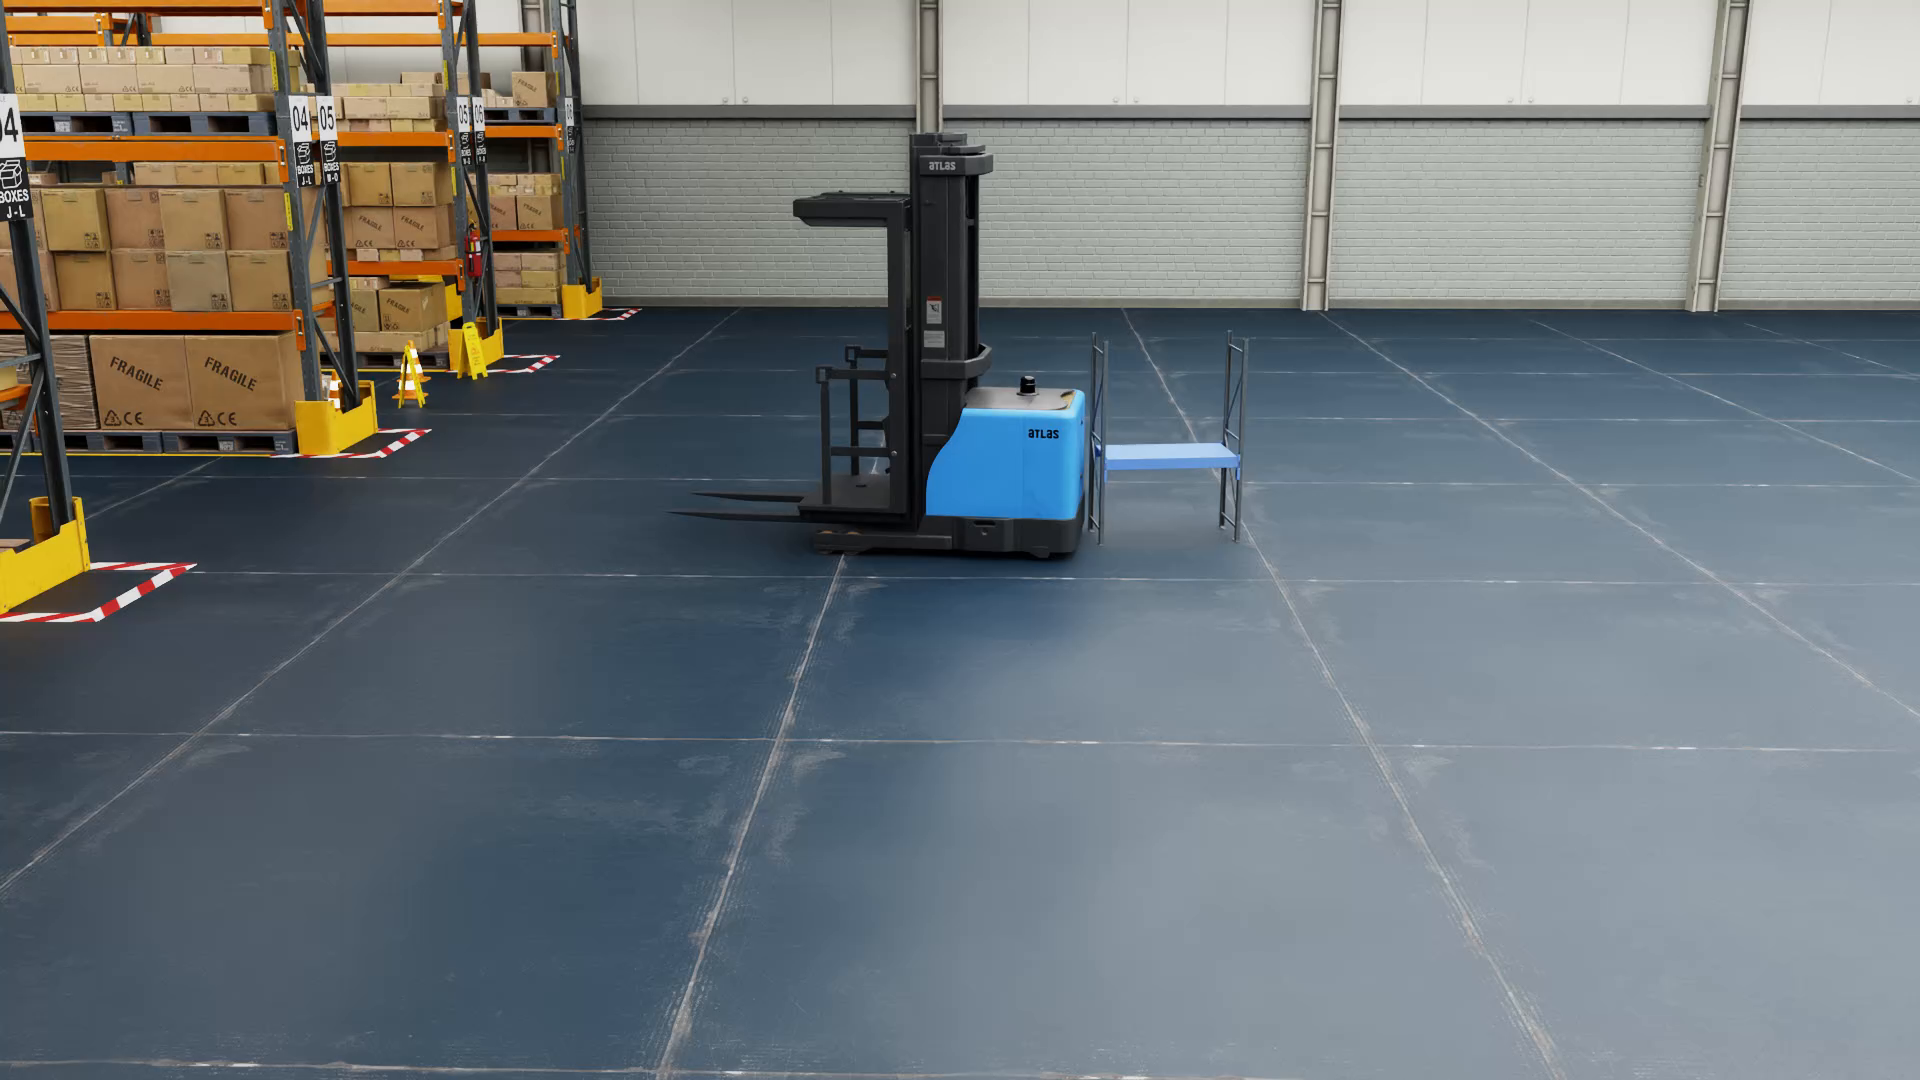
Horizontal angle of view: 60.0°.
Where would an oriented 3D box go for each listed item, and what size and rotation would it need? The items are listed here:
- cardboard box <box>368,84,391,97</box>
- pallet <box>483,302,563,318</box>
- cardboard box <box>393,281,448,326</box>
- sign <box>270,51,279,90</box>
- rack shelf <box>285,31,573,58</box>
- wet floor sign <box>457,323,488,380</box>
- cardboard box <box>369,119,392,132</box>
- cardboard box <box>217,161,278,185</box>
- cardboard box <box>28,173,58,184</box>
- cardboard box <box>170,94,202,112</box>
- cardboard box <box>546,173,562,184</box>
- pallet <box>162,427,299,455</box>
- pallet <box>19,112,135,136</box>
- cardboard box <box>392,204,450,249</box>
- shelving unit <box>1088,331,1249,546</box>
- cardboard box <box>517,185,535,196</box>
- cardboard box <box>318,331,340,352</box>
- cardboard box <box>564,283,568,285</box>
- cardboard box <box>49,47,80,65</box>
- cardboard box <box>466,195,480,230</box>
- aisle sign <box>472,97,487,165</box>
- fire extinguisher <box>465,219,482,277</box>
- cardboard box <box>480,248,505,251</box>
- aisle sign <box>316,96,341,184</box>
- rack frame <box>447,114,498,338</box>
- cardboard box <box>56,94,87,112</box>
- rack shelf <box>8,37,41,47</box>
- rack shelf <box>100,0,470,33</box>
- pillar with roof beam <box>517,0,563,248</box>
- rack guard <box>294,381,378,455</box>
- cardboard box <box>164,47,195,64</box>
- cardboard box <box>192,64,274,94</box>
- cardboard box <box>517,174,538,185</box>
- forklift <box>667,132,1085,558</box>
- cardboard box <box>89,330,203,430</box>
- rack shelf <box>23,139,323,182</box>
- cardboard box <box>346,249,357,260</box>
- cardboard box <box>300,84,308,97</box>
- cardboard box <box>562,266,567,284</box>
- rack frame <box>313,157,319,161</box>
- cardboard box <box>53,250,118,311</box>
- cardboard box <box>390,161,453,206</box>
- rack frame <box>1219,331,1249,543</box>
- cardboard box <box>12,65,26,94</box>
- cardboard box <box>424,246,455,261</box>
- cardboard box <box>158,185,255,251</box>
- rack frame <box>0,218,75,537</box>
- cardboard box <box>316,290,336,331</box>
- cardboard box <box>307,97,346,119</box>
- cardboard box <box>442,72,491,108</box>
[{"bbox_3d":[-6.768,-5.291,19.565,0.250,0.149,0.380,0,15,1],"label":"cardboard box"},{"bbox_3d":[-6.553,-3.553,25.394,1.213,0.211,1.003,0,15,1],"label":"pallet"},{"bbox_3d":[-6.734,-2.953,20.751,0.500,0.500,0.500,0,15,0],"label":"cardboard box"},{"bbox_3d":[-5.964,-4.080,14.465,0.005,0.325,0.100,0,15,1],"label":"sign"},{"bbox_3d":[-7.787,-7.280,24.487,4.000,0.370,1.077,0,15,1],"label":"rack shelf"},{"bbox_3d":[-5.748,-2.229,19.523,0.232,0.644,0.267,6,16,21],"label":"wet floor sign"},{"bbox_3d":[-6.789,-4.905,19.664,0.250,0.149,0.380,1,15,3],"label":"cardboard box"},{"bbox_3d":[-8.463,-4.266,19.890,0.500,0.500,0.700,0,15,0],"label":"cardboard box"},{"bbox_3d":[-11.066,-4.323,19.971,0.250,0.149,0.380,0,15,0],"label":"cardboard box"},{"bbox_3d":[-6.785,-3.878,14.751,0.250,0.149,0.380,1,15,2],"label":"cardboard box"},{"bbox_3d":[-6.118,-5.470,25.141,0.250,0.149,0.380,0,15,0],"label":"cardboard box"},{"bbox_3d":[-6.737,-1.015,15.775,1.213,0.211,1.003,0,15,1],"label":"pallet"},{"bbox_3d":[-7.900,-3.795,15.139,1.213,0.211,1.003,0,15,1],"label":"pallet"},{"bbox_3d":[-6.460,-3.767,19.958,0.500,0.500,0.500,0,15,0],"label":"cardboard box"},{"bbox_3d":[1.517,-0.755,12.261,1.048,1.500,0.538,-1,15,-5],"label":"shelving unit"},{"bbox_3d":[-6.397,-5.194,24.680,0.250,0.149,0.380,1,15,2],"label":"cardboard box"},{"bbox_3d":[-7.766,-2.459,20.347,0.500,0.250,0.500,0,15,-1],"label":"cardboard box"},{"bbox_3d":[-6.273,-3.834,25.558,0.500,0.250,0.500,0,15,2],"label":"cardboard box"},{"bbox_3d":[-7.806,-4.270,14.674,0.250,0.149,0.380,0,15,2],"label":"cardboard box"},{"bbox_3d":[-7.317,-4.901,24.840,0.500,0.500,0.500,0,15,0],"label":"cardboard box"},{"bbox_3d":[-5.841,-4.977,20.229,0.004,0.787,0.394,0,15,1],"label":"aisle sign"},{"bbox_3d":[-5.808,-3.486,19.824,0.183,0.674,0.296,0,15,1],"label":"fire extinguisher"},{"bbox_3d":[-7.262,-4.324,25.456,0.500,0.250,0.500,0,15,1],"label":"cardboard box"},{"bbox_3d":[-5.857,-3.711,15.432,0.004,0.787,0.394,0,15,1],"label":"aisle sign"},{"bbox_3d":[-5.910,-3.641,20.262,0.127,3.000,1.000,0,15,1],"label":"rack frame"},{"bbox_3d":[-7.802,-3.885,14.777,0.250,0.149,0.380,1,15,2],"label":"cardboard box"},{"bbox_3d":[-15.784,-7.332,24.685,4.000,0.370,1.077,0,15,1],"label":"rack shelf"},{"bbox_3d":[-7.910,-6.206,19.638,4.000,0.370,1.077,0,15,1],"label":"rack shelf"},{"bbox_3d":[-6.570,-6.945,21.022,0.400,9.000,9.100,0,15,1],"label":"pillar with roof beam"},{"bbox_3d":[-5.912,-1.170,15.793,0.348,0.500,1.175,0,15,1],"label":"rack guard"},{"bbox_3d":[-6.787,-4.264,14.651,0.250,0.149,0.380,1,15,2],"label":"cardboard box"},{"bbox_3d":[-6.432,-4.083,14.749,0.500,0.250,0.500,1,15,2],"label":"cardboard box"},{"bbox_3d":[-6.398,-5.355,24.708,0.250,0.149,0.380,0,15,2],"label":"cardboard box"},{"bbox_3d":[-0.617,-1.440,12.052,3.031,2.935,1.130,2,15,8],"label":"forklift"},{"bbox_3d":[-7.495,-1.547,15.665,0.875,0.875,0.875,0,15,1],"label":"cardboard box"},{"bbox_3d":[-7.935,-3.494,15.233,4.000,0.370,1.077,0,15,1],"label":"rack shelf"},{"bbox_3d":[-7.312,-3.480,20.142,0.250,0.149,0.380,1,15,2],"label":"cardboard box"},{"bbox_3d":[-7.790,-5.284,19.538,0.250,0.149,0.380,1,15,3],"label":"cardboard box"},{"bbox_3d":[-6.252,-4.079,25.506,0.500,0.250,0.500,1,15,2],"label":"cardboard box"},{"bbox_3d":[-9.786,-4.933,25.159,0.127,3.000,1.000,0,15,1],"label":"rack frame"},{"bbox_3d":[-7.946,-2.468,15.522,0.500,0.550,0.875,0,15,1],"label":"cardboard box"},{"bbox_3d":[-6.427,-4.265,19.885,0.500,0.500,0.700,0,15,0],"label":"cardboard box"},{"bbox_3d":[2.023,-0.767,12.308,0.032,1.500,0.500,-1,15,-5],"label":"rack frame"},{"bbox_3d":[-8.444,-4.097,14.800,0.500,0.250,0.500,0,15,1],"label":"cardboard box"},{"bbox_3d":[-6.290,-3.468,20.097,0.250,0.149,0.380,1,15,3],"label":"cardboard box"},{"bbox_3d":[-6.858,-2.965,15.289,0.550,0.550,0.875,0,15,1],"label":"cardboard box"},{"bbox_3d":[-6.164,-1.114,10.683,0.127,3.000,1.000,0,15,1],"label":"rack frame"},{"bbox_3d":[-7.744,-2.824,20.260,0.500,0.500,0.500,0,15,0],"label":"cardboard box"},{"bbox_3d":[-7.450,-5.103,19.635,0.500,0.250,0.500,1,15,3],"label":"cardboard box"},{"bbox_3d":[-7.257,-6.630,24.496,0.500,0.500,0.700,0,15,2],"label":"cardboard box"}]
